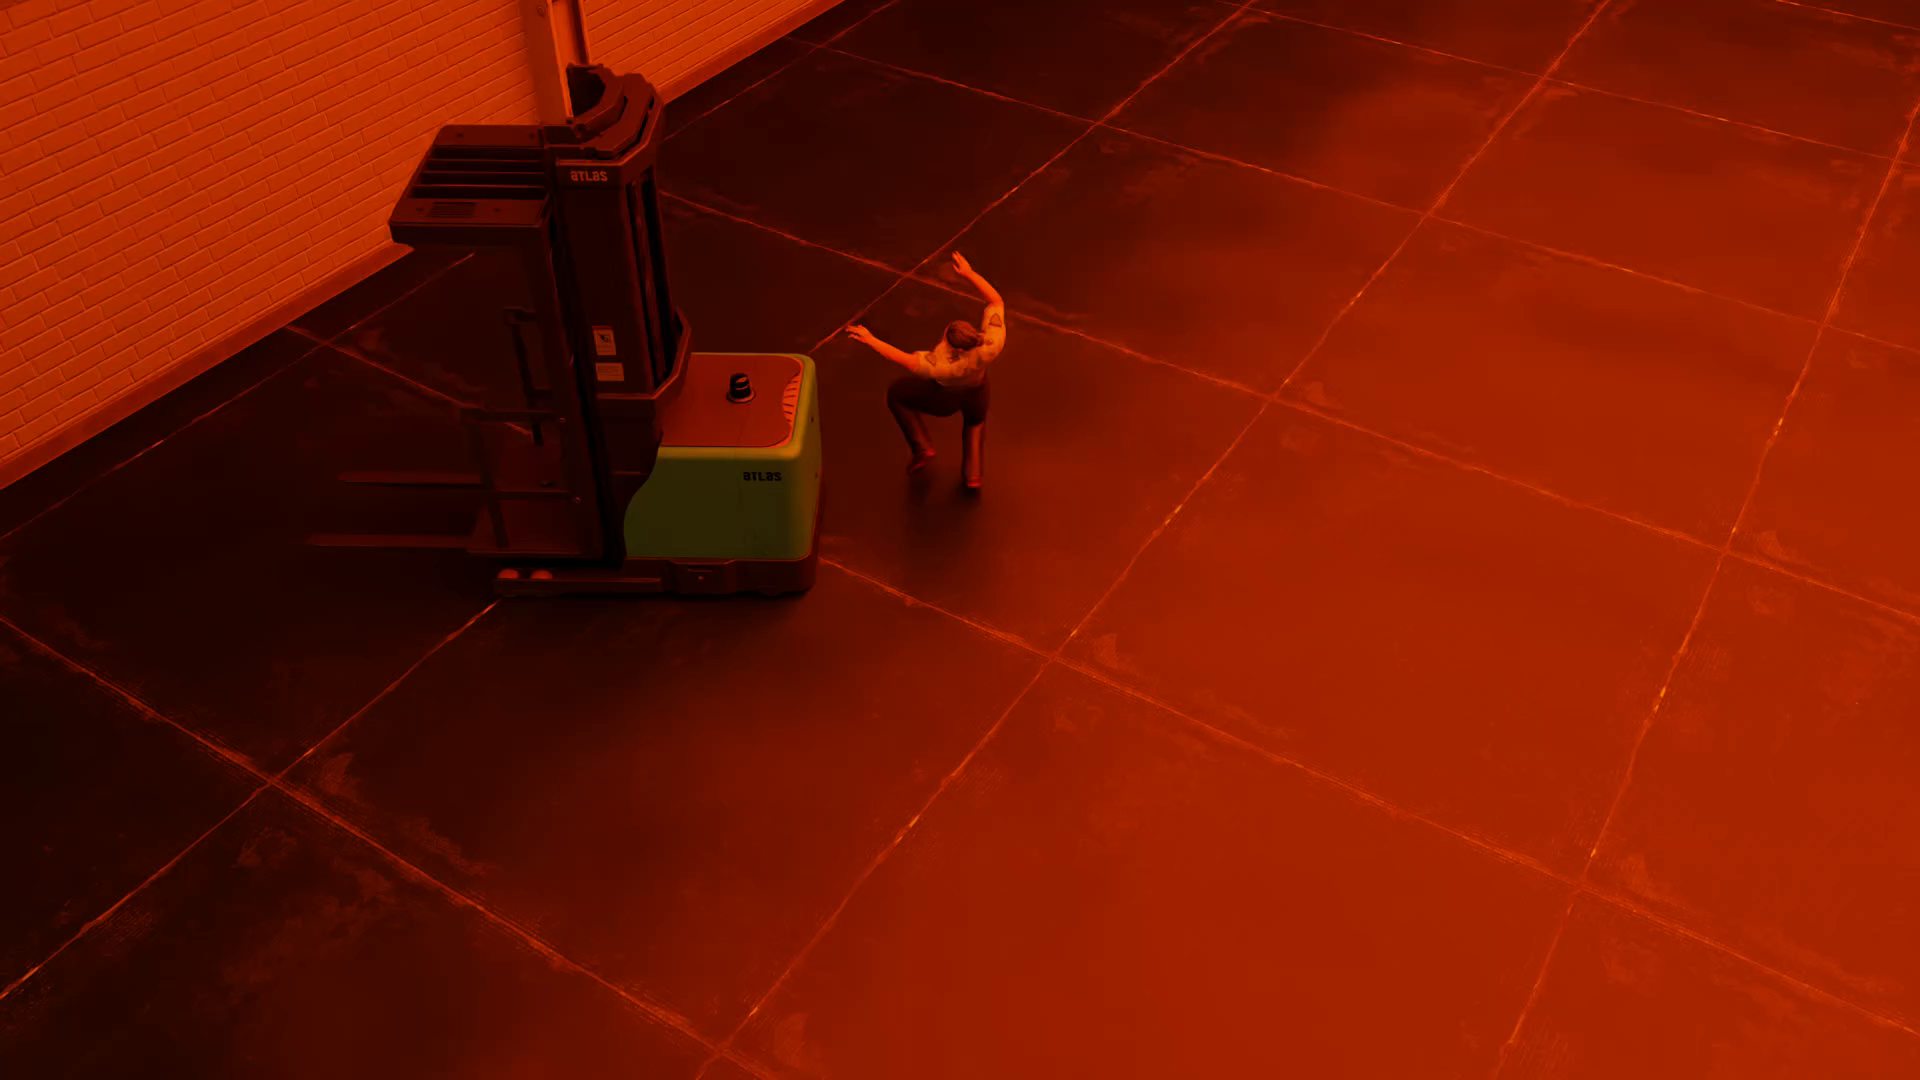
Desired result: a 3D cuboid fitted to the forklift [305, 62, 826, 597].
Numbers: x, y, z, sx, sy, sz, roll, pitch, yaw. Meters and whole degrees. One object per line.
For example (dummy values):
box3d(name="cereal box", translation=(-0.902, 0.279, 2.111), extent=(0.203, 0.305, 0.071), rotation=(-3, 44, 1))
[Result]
box3d(name="forklift", translation=(-2.368, -1.120, 9.289), extent=(3.031, 2.935, 1.130), rotation=(1, 40, 1))

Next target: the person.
box3d(name="person", translation=(-0.229, -0.966, 10.193), extent=(1.011, 1.576, 0.769), rotation=(-13, 42, -15))
